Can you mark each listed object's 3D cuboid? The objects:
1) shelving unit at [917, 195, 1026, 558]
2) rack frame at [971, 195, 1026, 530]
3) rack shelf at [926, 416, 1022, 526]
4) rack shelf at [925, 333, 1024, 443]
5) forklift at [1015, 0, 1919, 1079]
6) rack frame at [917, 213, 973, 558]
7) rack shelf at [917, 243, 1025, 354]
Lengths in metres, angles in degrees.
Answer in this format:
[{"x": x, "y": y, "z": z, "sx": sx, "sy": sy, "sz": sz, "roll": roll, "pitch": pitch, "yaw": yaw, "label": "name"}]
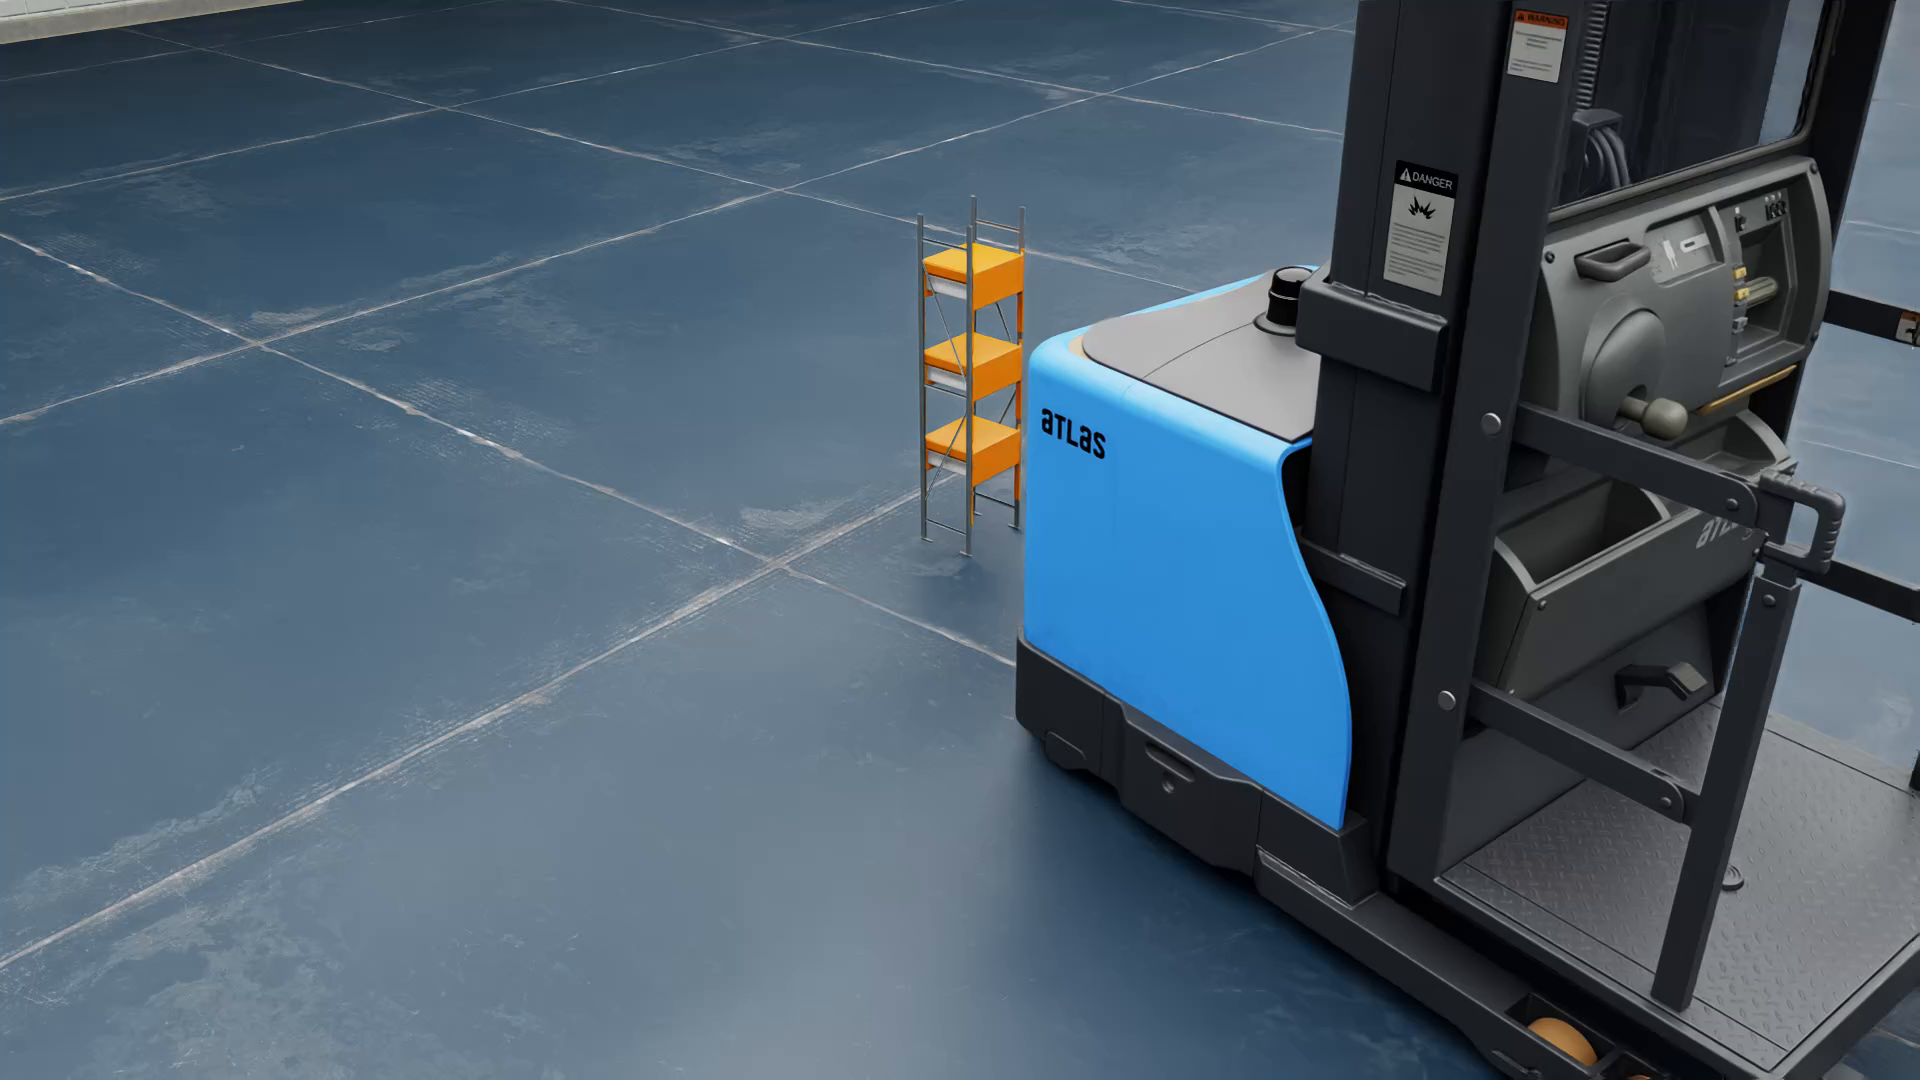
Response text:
[{"x": 0.034, "y": -0.485, "z": 5.045, "sx": 0.215, "sy": 1.050, "sz": 0.252, "roll": 21, "pitch": 34, "yaw": 34, "label": "shelving unit"}, {"x": 0.112, "y": -0.529, "z": 5.129, "sx": 0.200, "sy": 1.050, "sz": 0.008, "roll": 21, "pitch": 34, "yaw": 34, "label": "rack frame"}, {"x": 0.034, "y": -0.229, "z": 5.178, "sx": 0.215, "sy": 0.259, "sz": 0.240, "roll": 21, "pitch": 34, "yaw": 34, "label": "rack shelf"}, {"x": 0.034, "y": -0.476, "z": 5.050, "sx": 0.215, "sy": 0.259, "sz": 0.240, "roll": 21, "pitch": 34, "yaw": 34, "label": "rack shelf"}, {"x": 1.458, "y": -0.413, "z": 2.858, "sx": 1.130, "sy": 2.935, "sz": 3.031, "roll": -20, "pitch": 34, "yaw": -34, "label": "forklift"}, {"x": -0.044, "y": -0.442, "z": 4.962, "sx": 0.200, "sy": 1.050, "sz": 0.008, "roll": 21, "pitch": 34, "yaw": 34, "label": "rack frame"}, {"x": 0.034, "y": -0.728, "z": 4.920, "sx": 0.215, "sy": 0.259, "sz": 0.240, "roll": 21, "pitch": 34, "yaw": 34, "label": "rack shelf"}]
